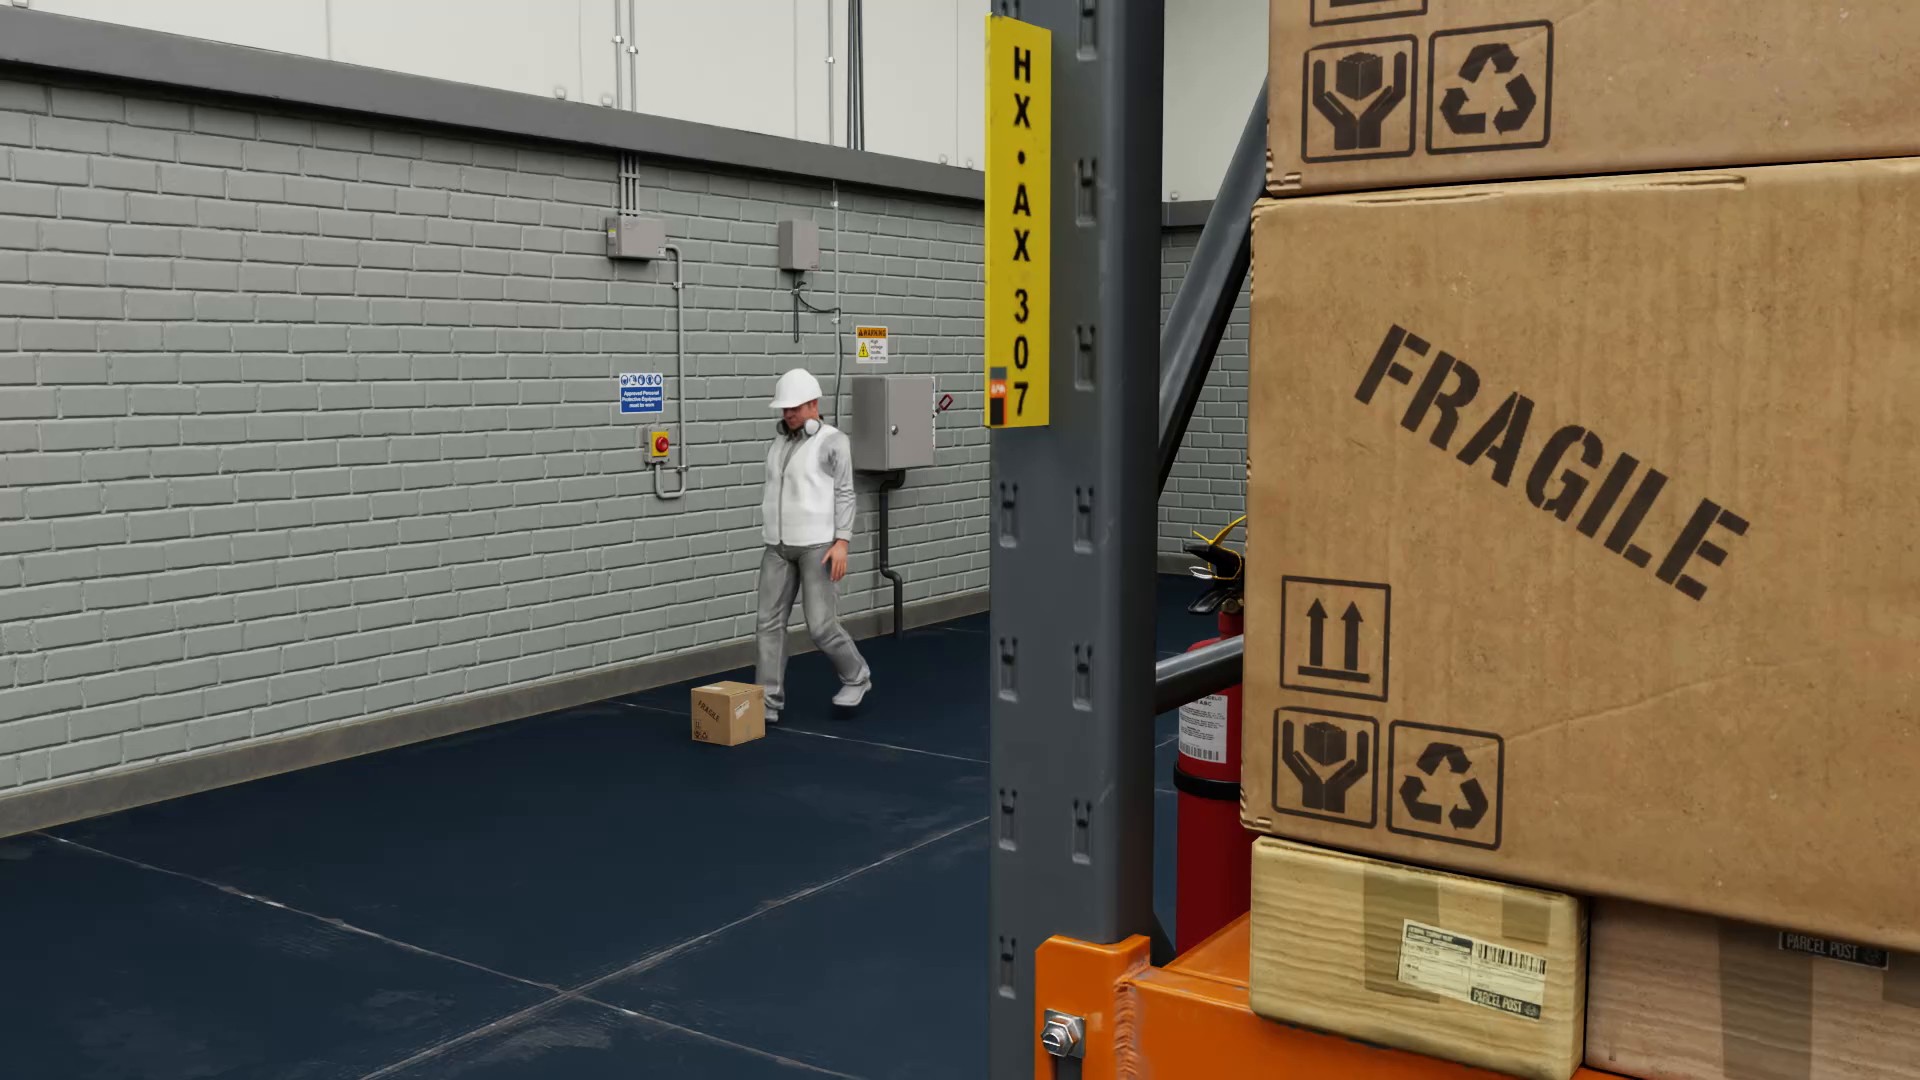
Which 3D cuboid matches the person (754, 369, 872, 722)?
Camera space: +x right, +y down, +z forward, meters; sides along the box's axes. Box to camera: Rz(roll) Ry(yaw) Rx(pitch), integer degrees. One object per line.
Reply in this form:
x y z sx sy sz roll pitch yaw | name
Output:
-0.804 0.032 8.276 0.573 1.757 0.736 4 8 35 | person
